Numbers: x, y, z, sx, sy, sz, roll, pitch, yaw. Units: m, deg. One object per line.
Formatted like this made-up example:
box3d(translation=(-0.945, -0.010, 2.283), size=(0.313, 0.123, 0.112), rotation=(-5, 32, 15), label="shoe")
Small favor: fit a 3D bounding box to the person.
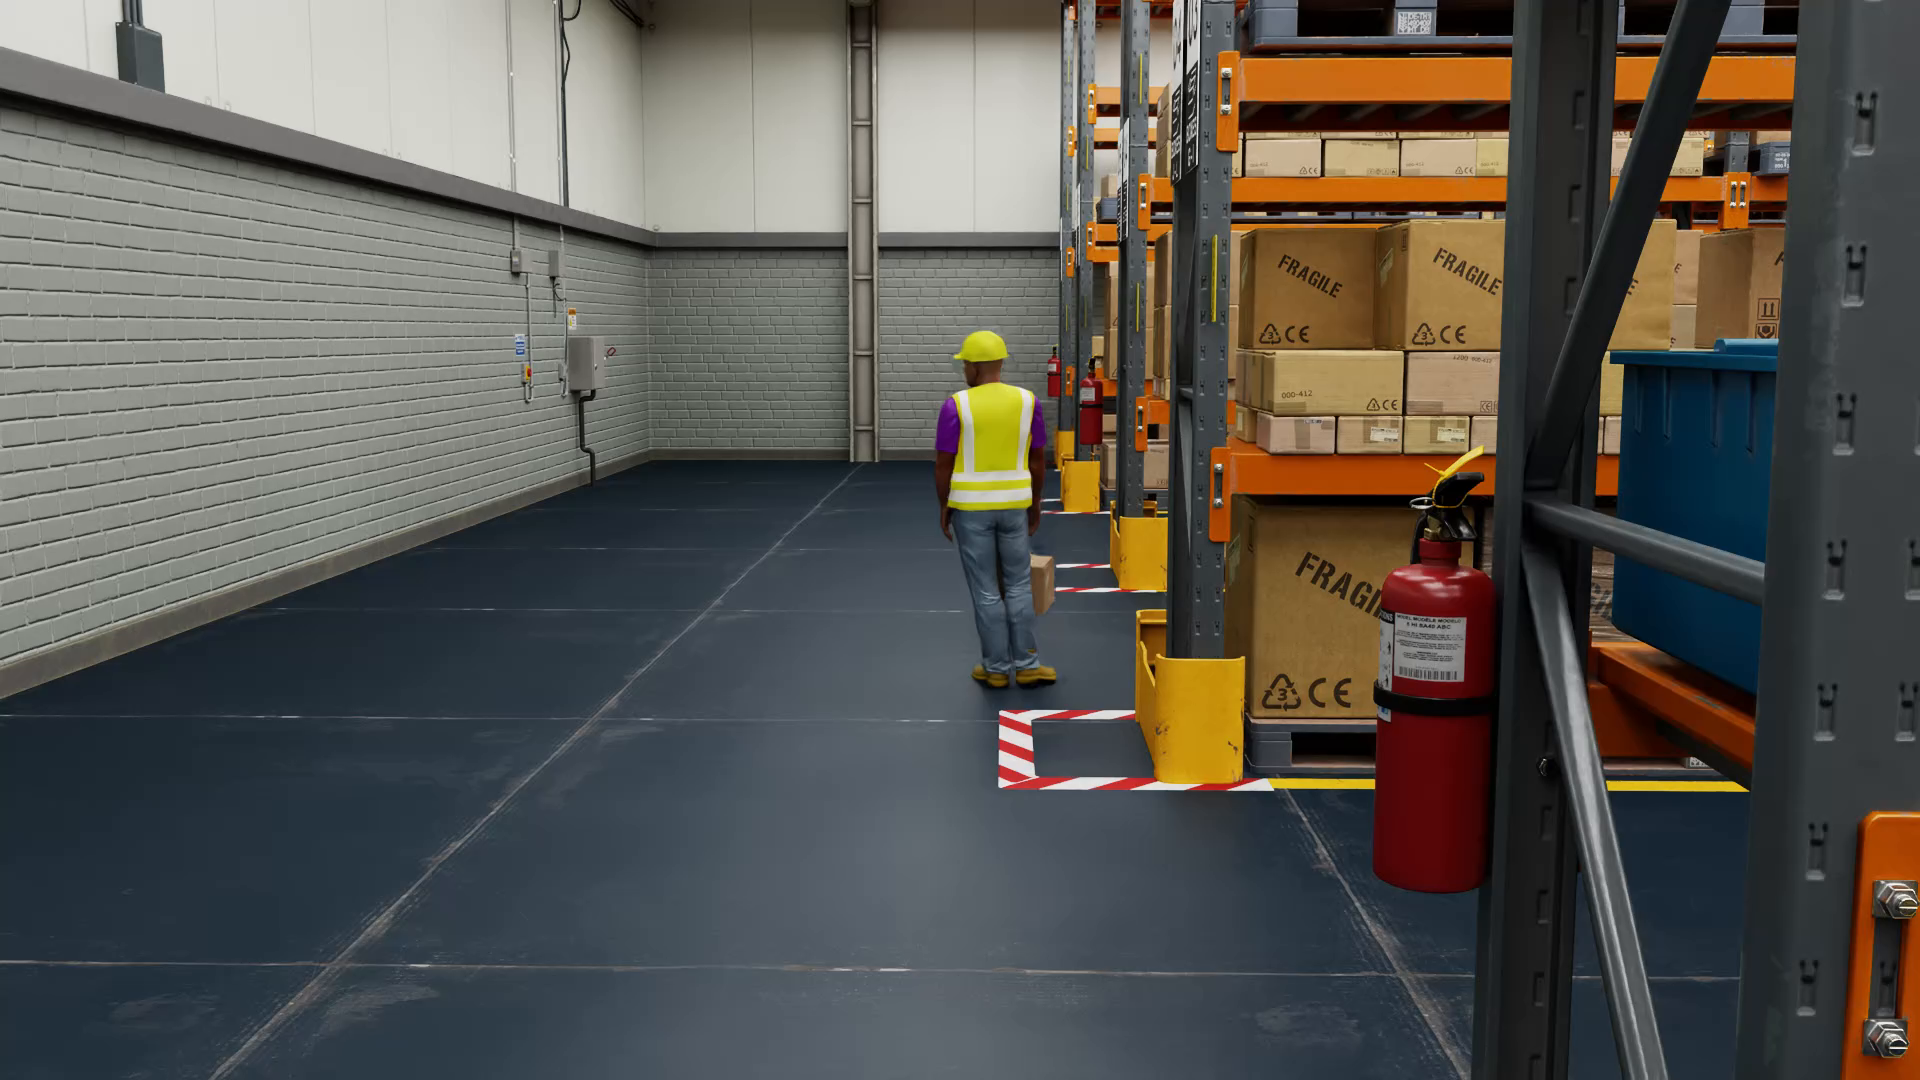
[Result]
box3d(translation=(0.184, -0.154, 8.314), size=(0.653, 1.767, 0.346), rotation=(-2, 7, -16), label="person")
